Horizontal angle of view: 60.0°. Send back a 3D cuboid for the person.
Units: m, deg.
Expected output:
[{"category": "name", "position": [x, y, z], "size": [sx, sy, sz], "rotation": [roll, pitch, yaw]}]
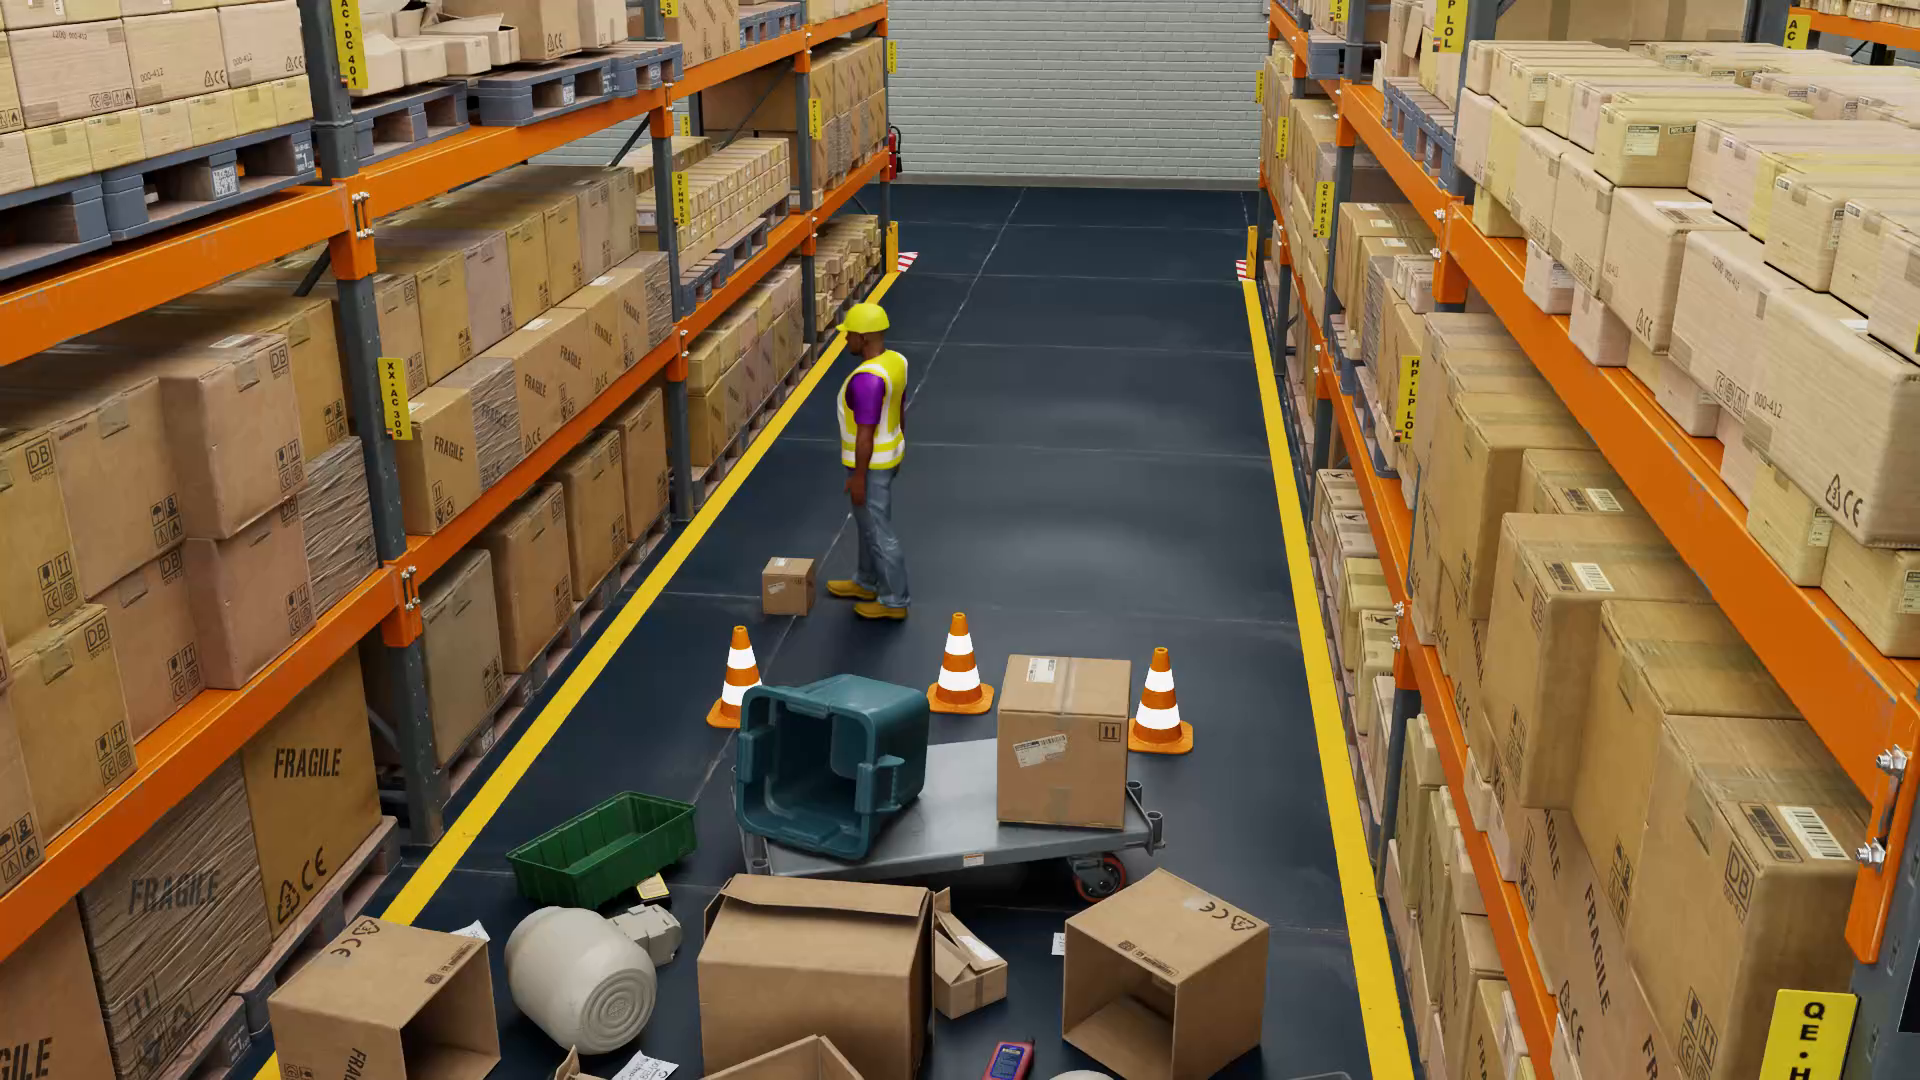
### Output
[{"category": "person", "position": [-0.538, -0.436, 9.161], "size": [0.570, 1.774, 0.600], "rotation": [5, 21, 12]}]
